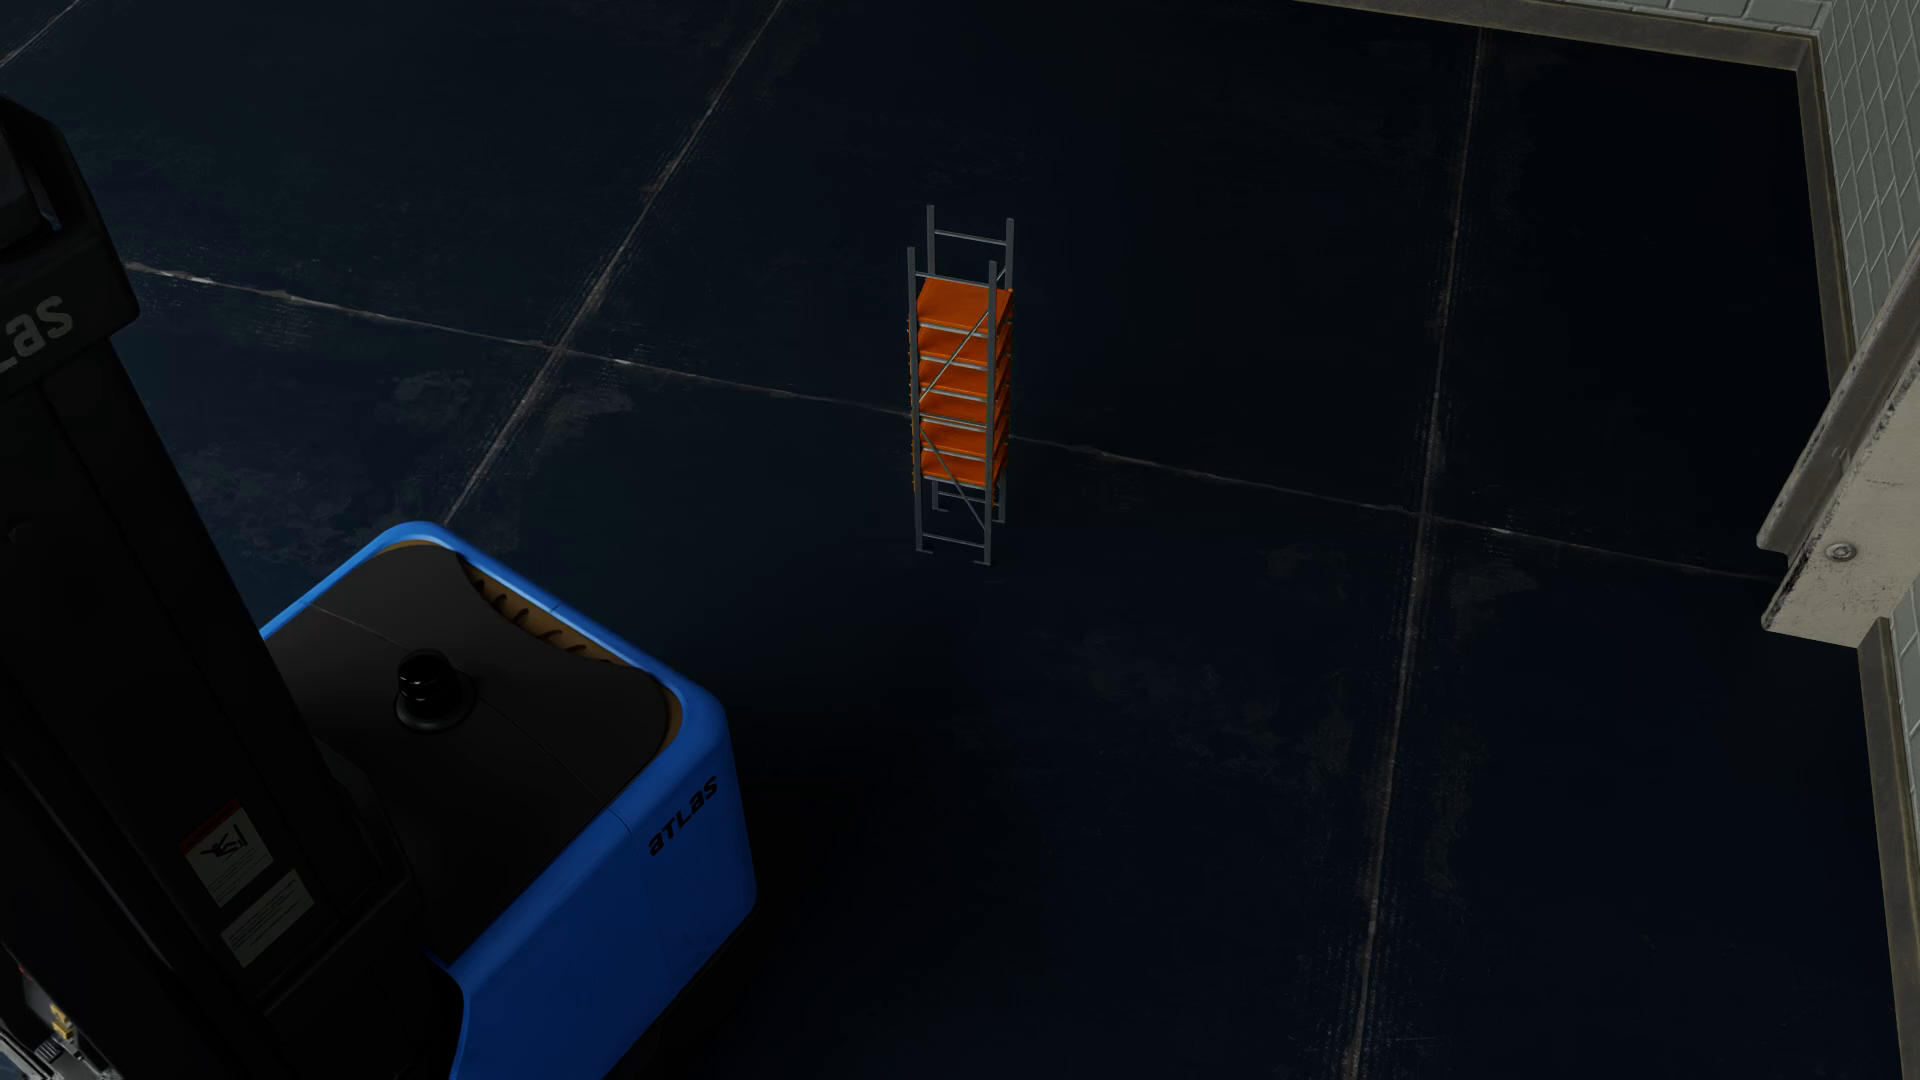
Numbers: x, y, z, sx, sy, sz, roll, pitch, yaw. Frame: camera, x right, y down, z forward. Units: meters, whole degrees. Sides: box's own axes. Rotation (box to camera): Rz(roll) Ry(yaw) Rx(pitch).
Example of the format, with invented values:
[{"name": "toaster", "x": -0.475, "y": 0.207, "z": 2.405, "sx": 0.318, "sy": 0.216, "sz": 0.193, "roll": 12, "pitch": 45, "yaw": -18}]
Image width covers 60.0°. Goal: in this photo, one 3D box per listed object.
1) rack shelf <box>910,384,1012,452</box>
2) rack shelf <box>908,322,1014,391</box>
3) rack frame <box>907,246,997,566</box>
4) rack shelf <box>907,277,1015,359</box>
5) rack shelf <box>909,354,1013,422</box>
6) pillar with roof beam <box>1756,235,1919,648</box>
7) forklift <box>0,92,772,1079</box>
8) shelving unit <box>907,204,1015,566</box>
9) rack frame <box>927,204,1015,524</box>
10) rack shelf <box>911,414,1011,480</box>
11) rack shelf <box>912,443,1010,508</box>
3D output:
[{"name": "rack shelf", "x": 0.004, "y": -0.378, "z": 4.843, "sx": 0.258, "sy": 0.103, "sz": 0.180, "roll": 12, "pitch": 50, "yaw": 10}, {"name": "rack shelf", "x": 0.004, "y": -0.537, "z": 4.663, "sx": 0.258, "sy": 0.103, "sz": 0.180, "roll": 12, "pitch": 50, "yaw": 10}, {"name": "rack frame", "x": -0.020, "y": -0.341, "z": 4.751, "sx": 0.240, "sy": 1.200, "sz": 0.006, "roll": 12, "pitch": 50, "yaw": 10}, {"name": "rack shelf", "x": 0.004, "y": -0.616, "z": 4.573, "sx": 0.258, "sy": 0.103, "sz": 0.180, "roll": 12, "pitch": 50, "yaw": 10}, {"name": "rack shelf", "x": 0.004, "y": -0.457, "z": 4.753, "sx": 0.258, "sy": 0.103, "sz": 0.180, "roll": 12, "pitch": 50, "yaw": 10}, {"name": "pillar with roof beam", "x": -1.534, "y": -3.671, "z": 2.488, "sx": 9.100, "sy": 9.000, "sz": 0.400, "roll": 12, "pitch": 50, "yaw": 10}, {"name": "forklift", "x": -1.745, "y": 0.780, "z": 2.607, "sx": 1.130, "sy": 2.935, "sz": 3.031, "roll": 28, "pitch": 54, "yaw": 23}, {"name": "shelving unit", "x": 0.004, "y": -0.407, "z": 4.809, "sx": 0.258, "sy": 1.200, "sz": 0.189, "roll": 12, "pitch": 50, "yaw": 10}, {"name": "rack frame", "x": 0.028, "y": -0.474, "z": 4.868, "sx": 0.240, "sy": 1.200, "sz": 0.006, "roll": 12, "pitch": 50, "yaw": 10}, {"name": "rack shelf", "x": 0.004, "y": -0.299, "z": 4.933, "sx": 0.258, "sy": 0.103, "sz": 0.180, "roll": 12, "pitch": 50, "yaw": 10}, {"name": "rack shelf", "x": 0.004, "y": -0.219, "z": 5.023, "sx": 0.258, "sy": 0.103, "sz": 0.180, "roll": 12, "pitch": 50, "yaw": 10}]
